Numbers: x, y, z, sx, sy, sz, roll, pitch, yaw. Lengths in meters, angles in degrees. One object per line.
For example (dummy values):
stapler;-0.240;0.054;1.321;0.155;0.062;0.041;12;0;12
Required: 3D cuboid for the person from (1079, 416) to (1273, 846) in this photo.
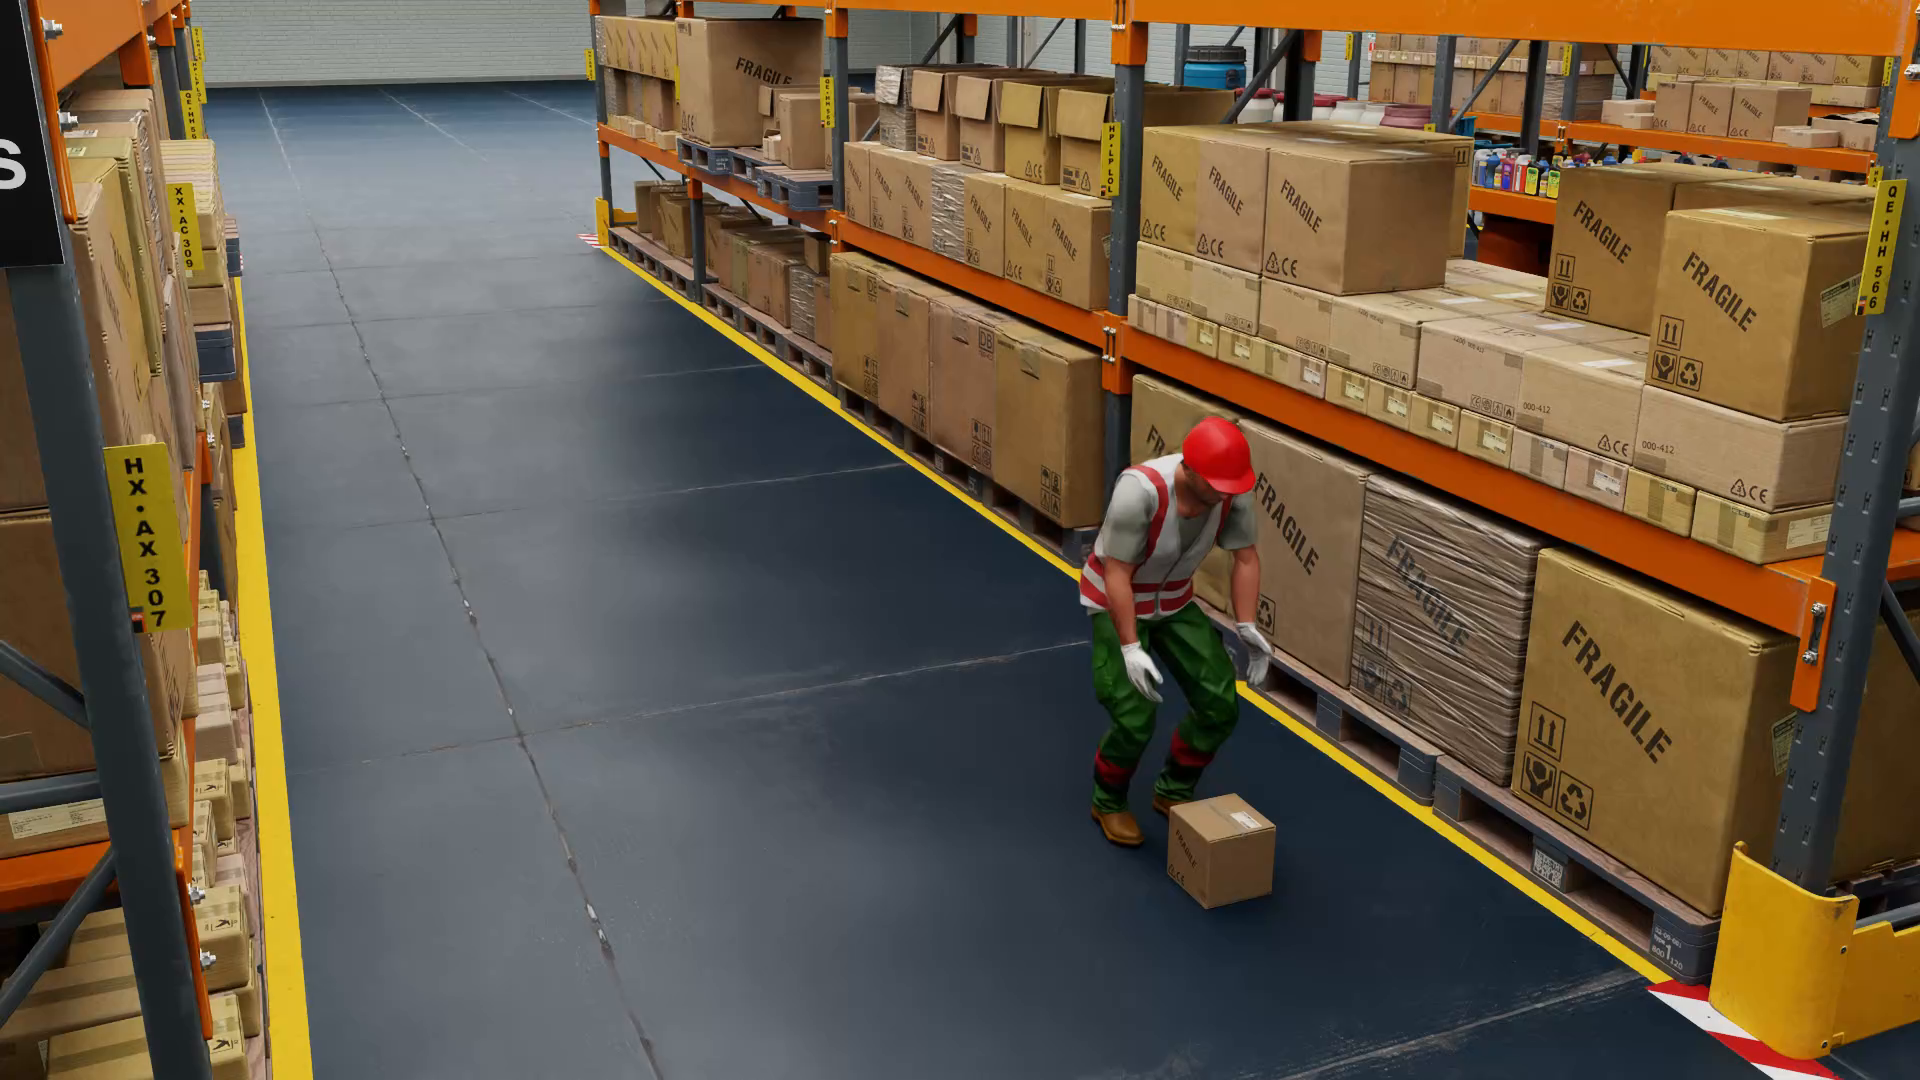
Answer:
person;1.559;-1.742;11.592;7.045;1.528;11.702;-8;20;-22
